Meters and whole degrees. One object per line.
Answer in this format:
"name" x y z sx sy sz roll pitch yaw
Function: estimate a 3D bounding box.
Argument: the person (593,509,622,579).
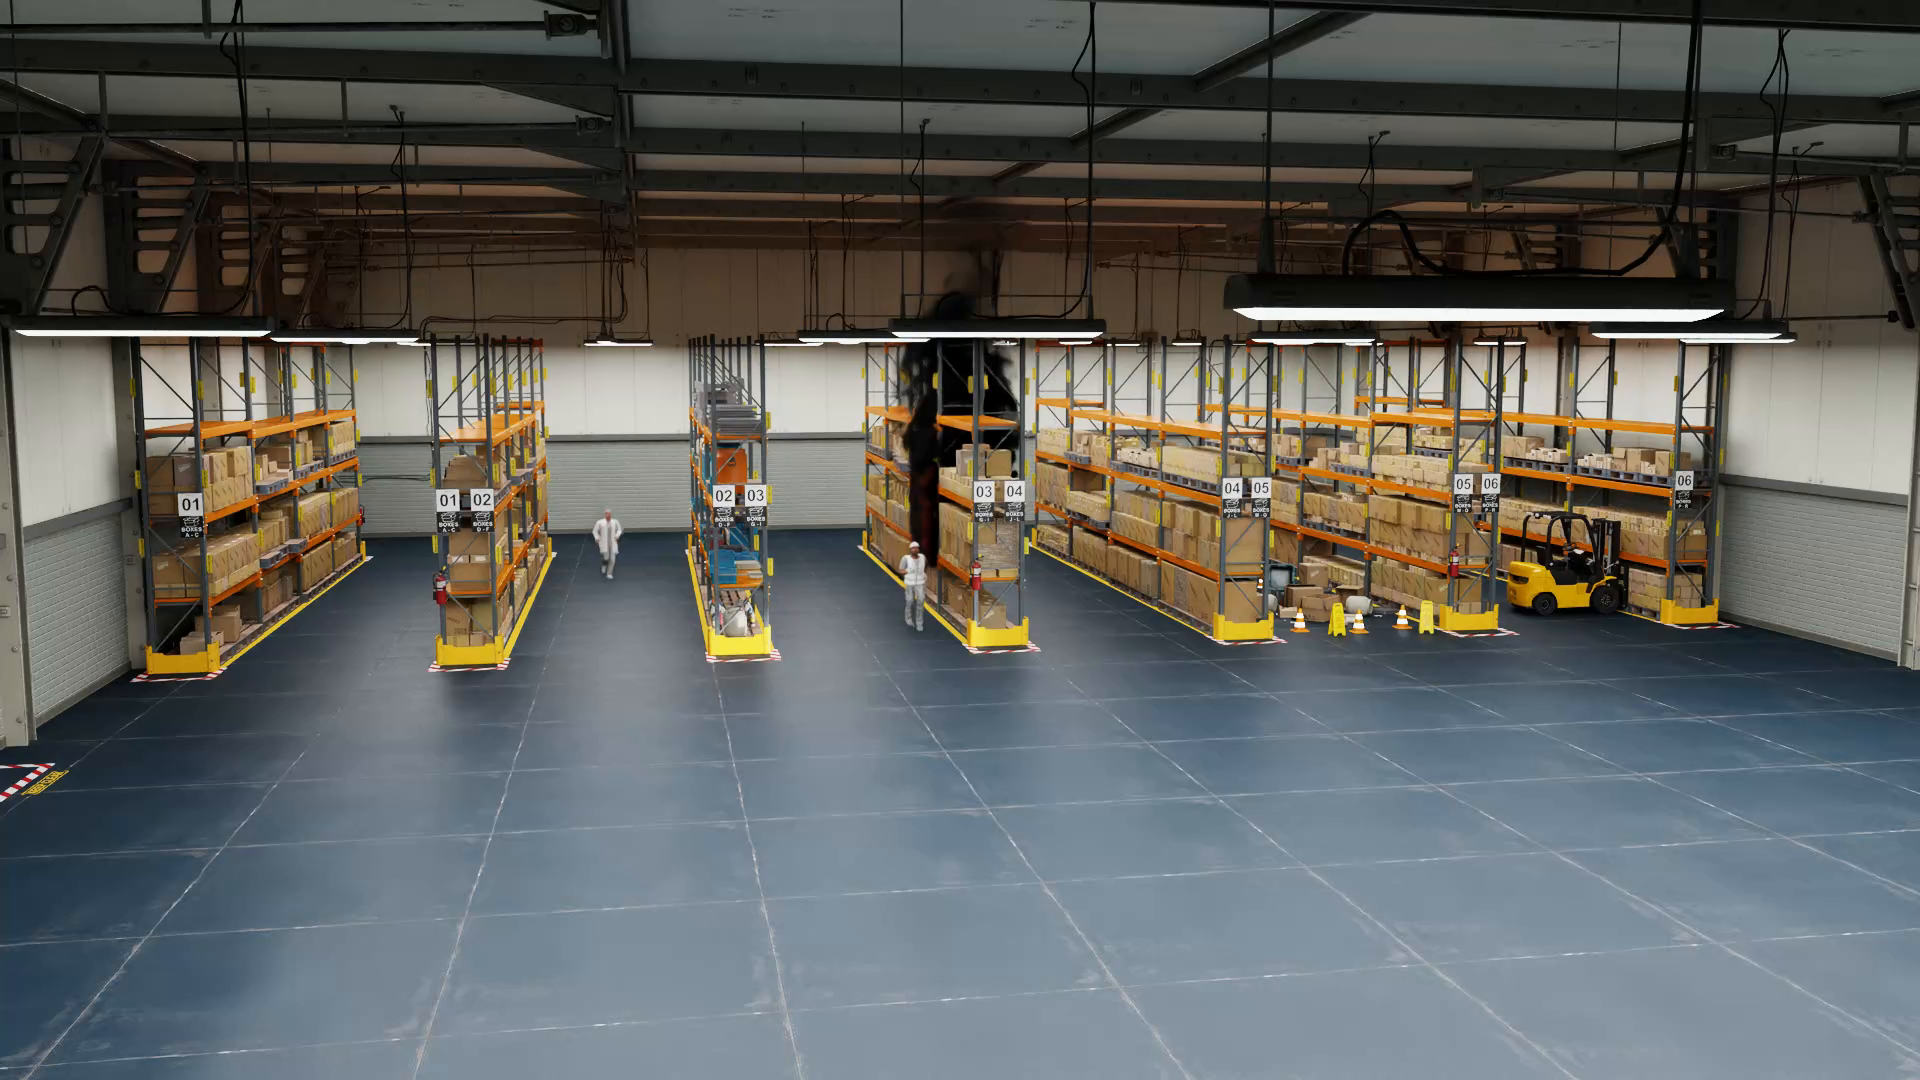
"person" -8.812 0.098 41.669 0.710 1.733 0.637 -3 7 -22

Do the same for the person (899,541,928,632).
"person" -0.928 0.935 33.978 0.670 1.825 0.750 -2 7 -15

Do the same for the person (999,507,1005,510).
"person" 0.891 -0.692 48.942 0.819 1.630 0.853 -6 9 -43
